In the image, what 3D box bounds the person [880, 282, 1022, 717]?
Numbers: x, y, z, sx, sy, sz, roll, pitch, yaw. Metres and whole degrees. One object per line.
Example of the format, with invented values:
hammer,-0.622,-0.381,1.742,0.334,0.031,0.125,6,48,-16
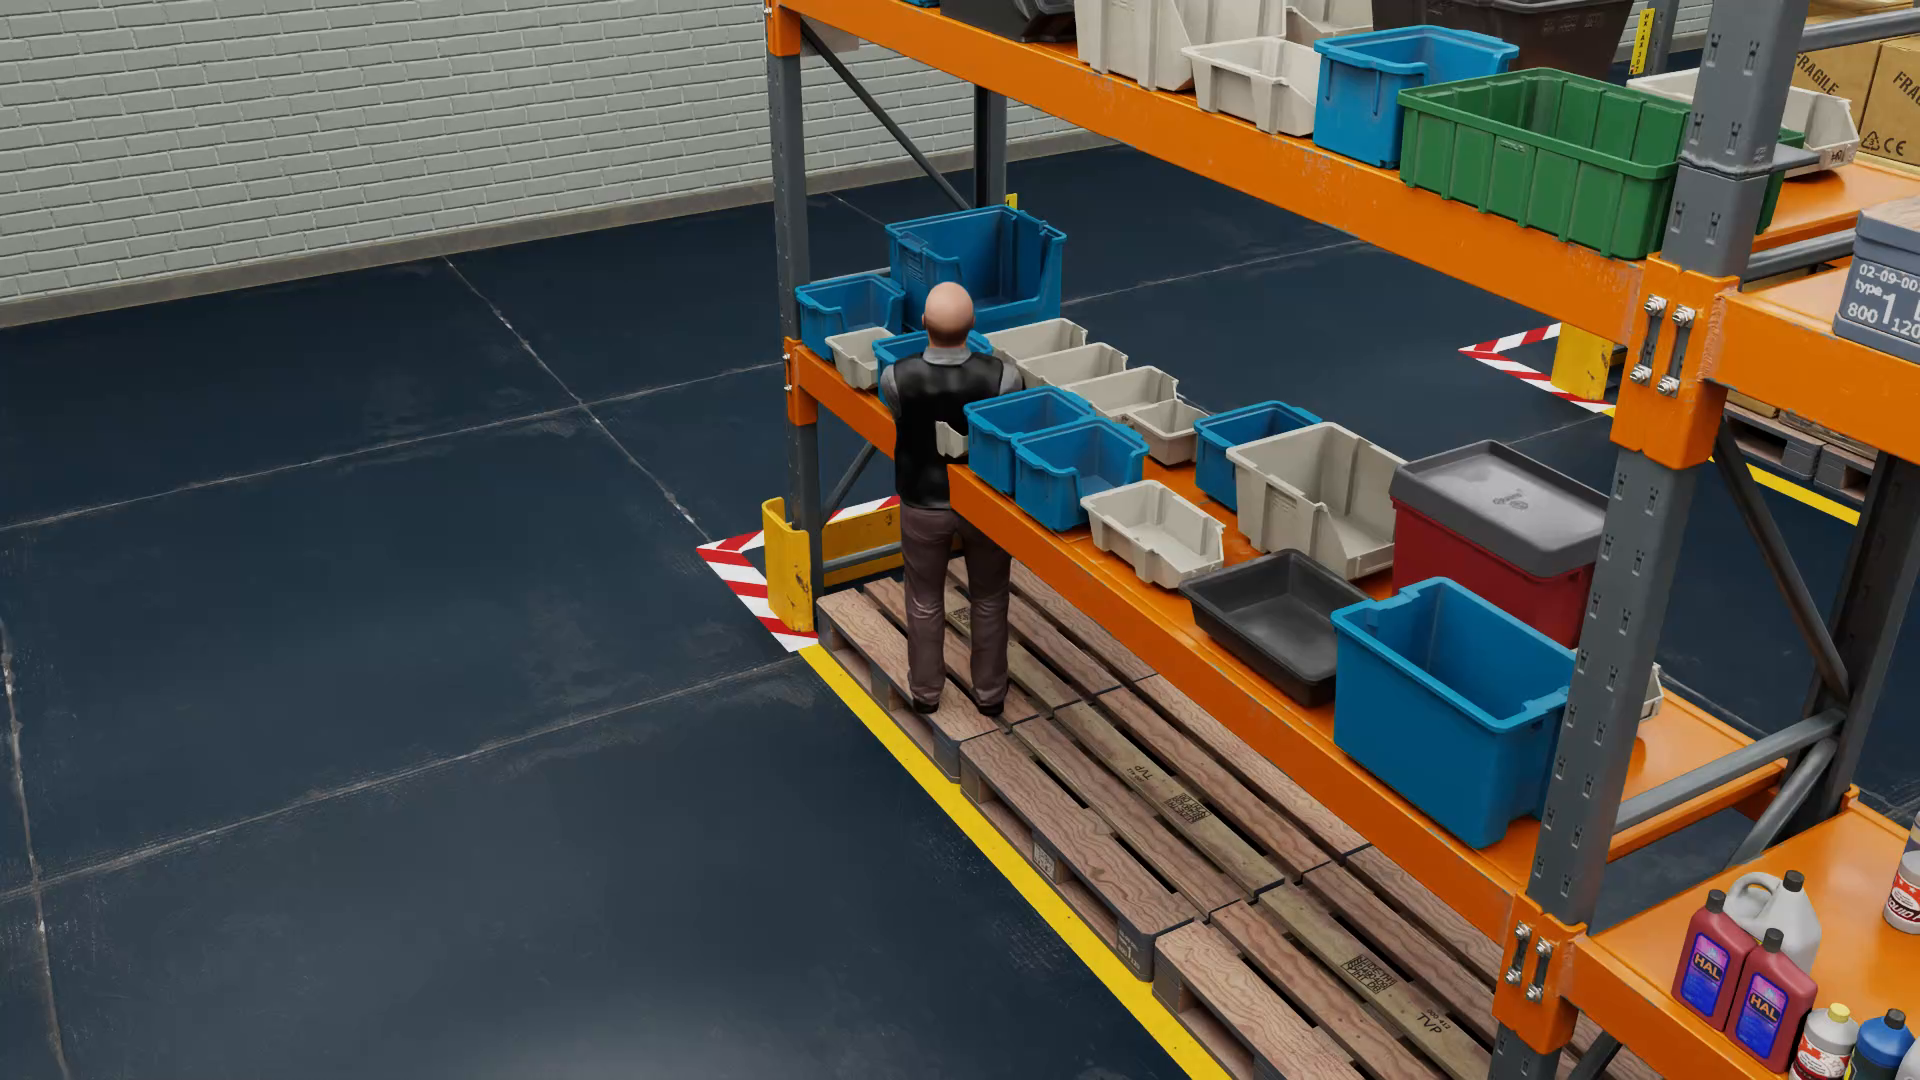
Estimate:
person,-0.025,-0.143,6.118,0.494,1.633,0.543,1,29,3
